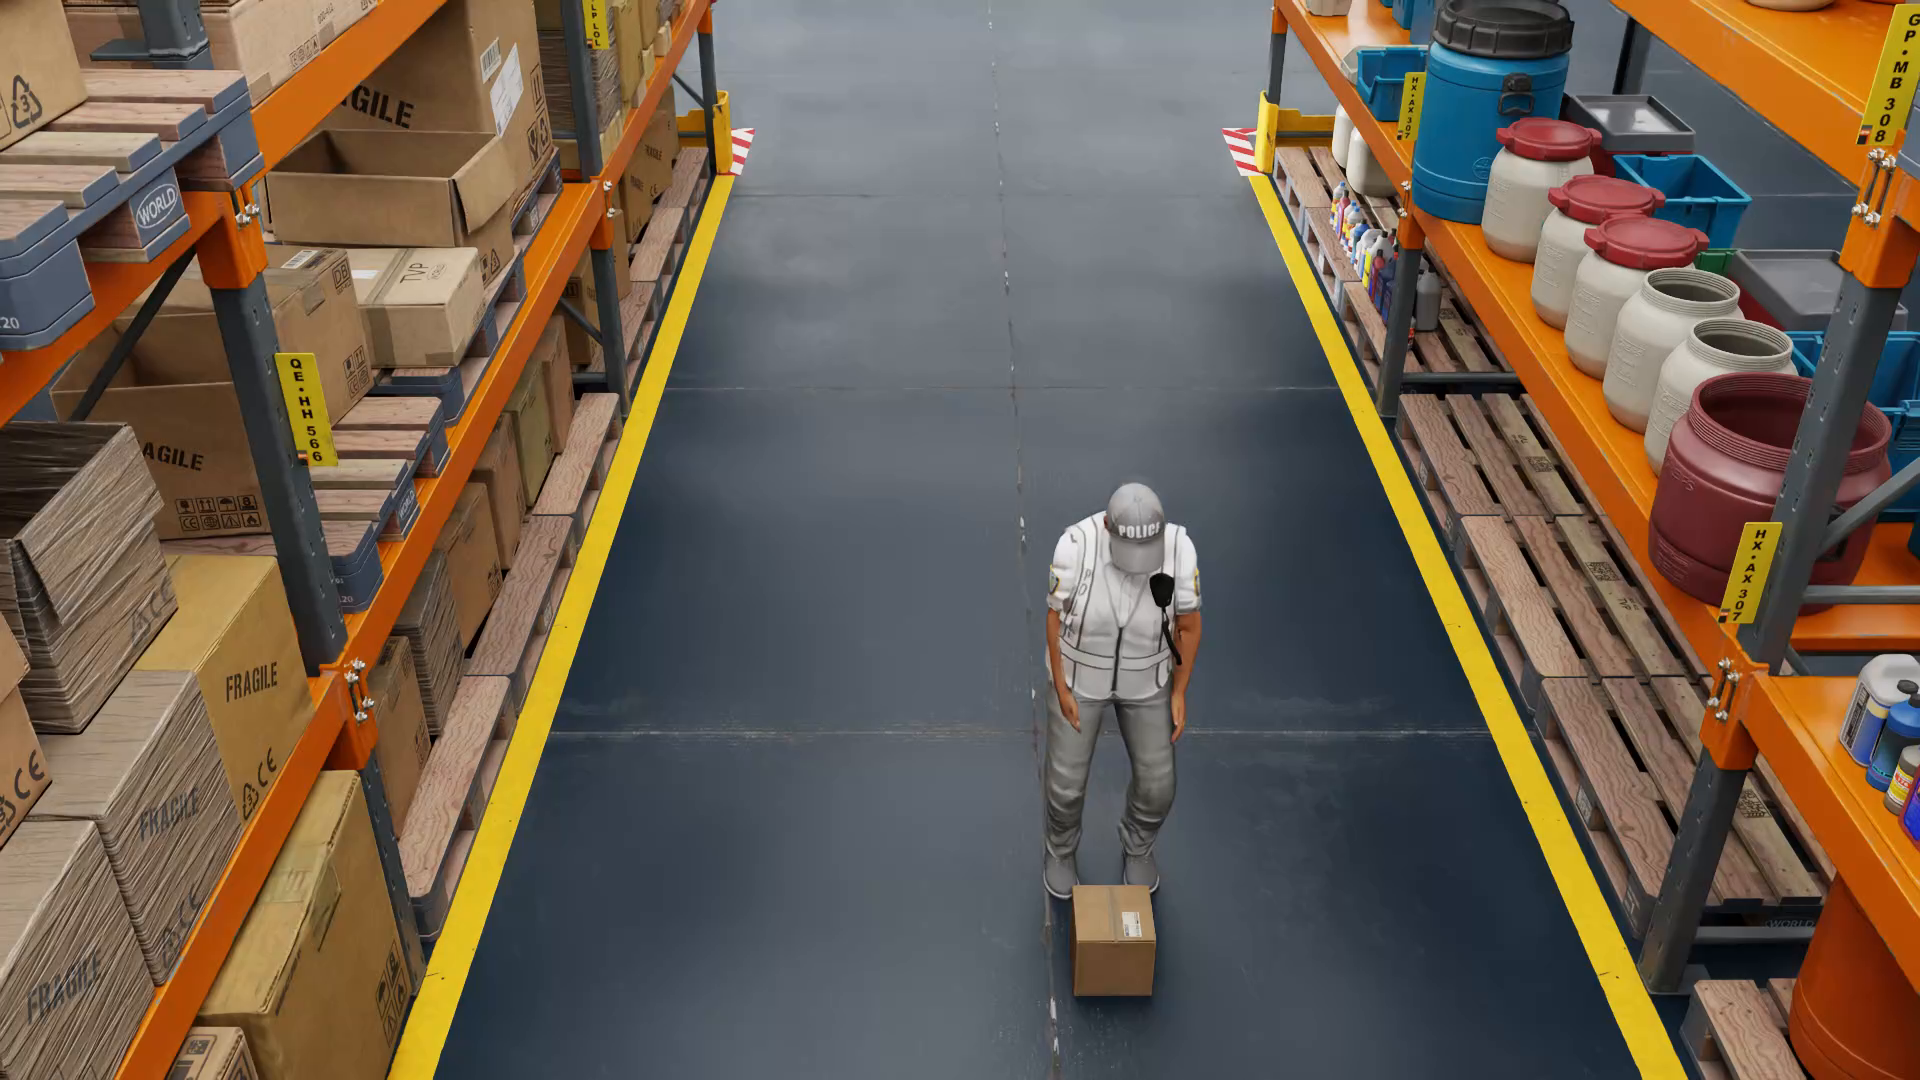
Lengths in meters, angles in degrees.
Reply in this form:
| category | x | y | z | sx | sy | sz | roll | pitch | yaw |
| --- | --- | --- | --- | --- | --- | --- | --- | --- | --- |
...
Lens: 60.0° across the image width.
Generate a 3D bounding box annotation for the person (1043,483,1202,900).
| category | x | y | z | sx | sy | sz | roll | pitch | yaw |
| --- | --- | --- | --- | --- | --- | --- | --- | --- | --- |
| person | 0.522 | 0.479 | 5.425 | 0.500 | 1.611 | 0.496 | 1 | 32 | 1 |
